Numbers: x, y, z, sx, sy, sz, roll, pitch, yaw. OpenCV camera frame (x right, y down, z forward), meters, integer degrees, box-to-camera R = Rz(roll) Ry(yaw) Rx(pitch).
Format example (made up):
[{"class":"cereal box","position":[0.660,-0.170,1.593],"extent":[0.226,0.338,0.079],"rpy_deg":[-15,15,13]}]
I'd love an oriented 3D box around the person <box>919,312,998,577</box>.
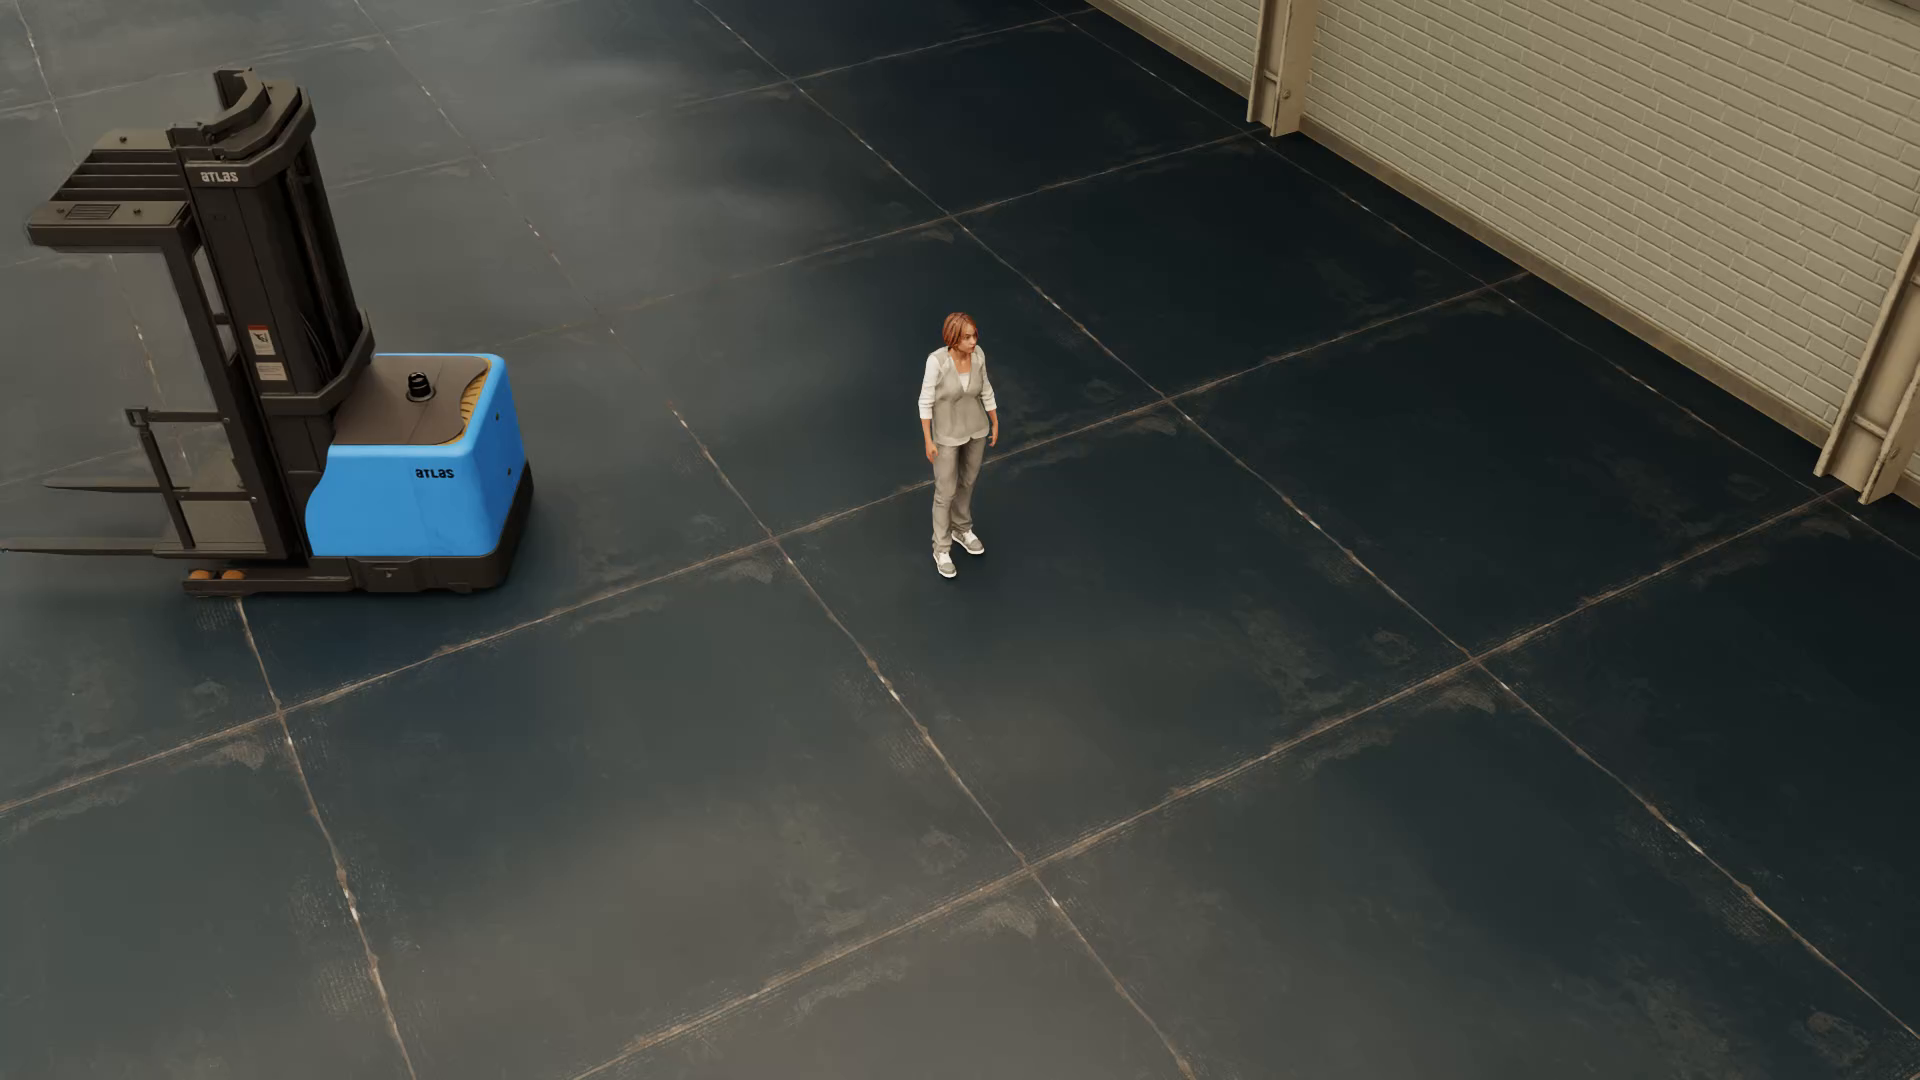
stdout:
[{"class":"person","position":[0.024,-0.575,9.763],"extent":[0.520,1.597,0.475],"rpy_deg":[-20,44,-23]}]

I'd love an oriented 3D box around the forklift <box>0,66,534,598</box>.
[{"class":"forklift","position":[-4.233,-1.123,9.390],"extent":[3.031,2.935,1.130],"rpy_deg":[0,40,0]}]
